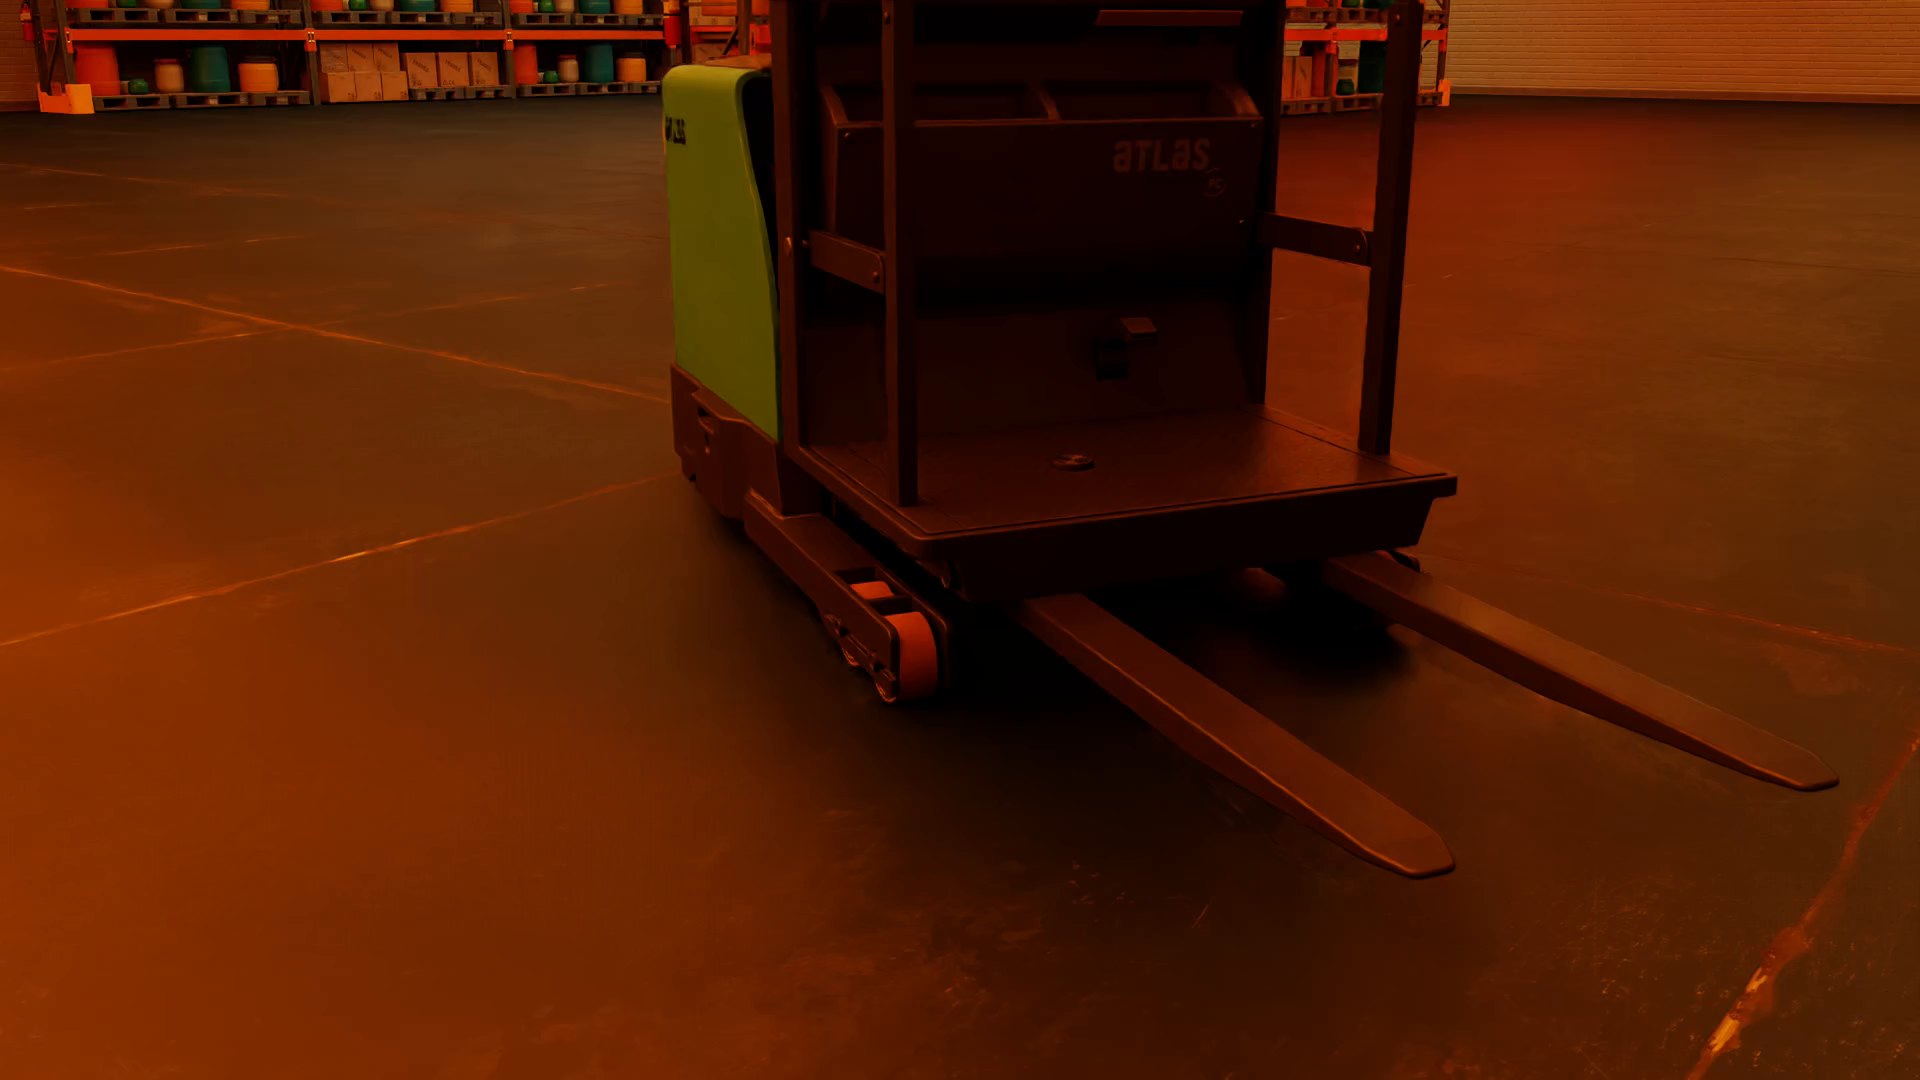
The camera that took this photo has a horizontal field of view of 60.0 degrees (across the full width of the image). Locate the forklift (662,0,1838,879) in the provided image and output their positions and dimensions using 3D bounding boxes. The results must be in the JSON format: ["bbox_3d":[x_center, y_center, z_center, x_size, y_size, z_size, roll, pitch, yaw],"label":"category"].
[{"bbox_3d":[0.255,-1.248,3.006,1.130,2.935,3.031,-7,18,-21],"label":"forklift"}]
